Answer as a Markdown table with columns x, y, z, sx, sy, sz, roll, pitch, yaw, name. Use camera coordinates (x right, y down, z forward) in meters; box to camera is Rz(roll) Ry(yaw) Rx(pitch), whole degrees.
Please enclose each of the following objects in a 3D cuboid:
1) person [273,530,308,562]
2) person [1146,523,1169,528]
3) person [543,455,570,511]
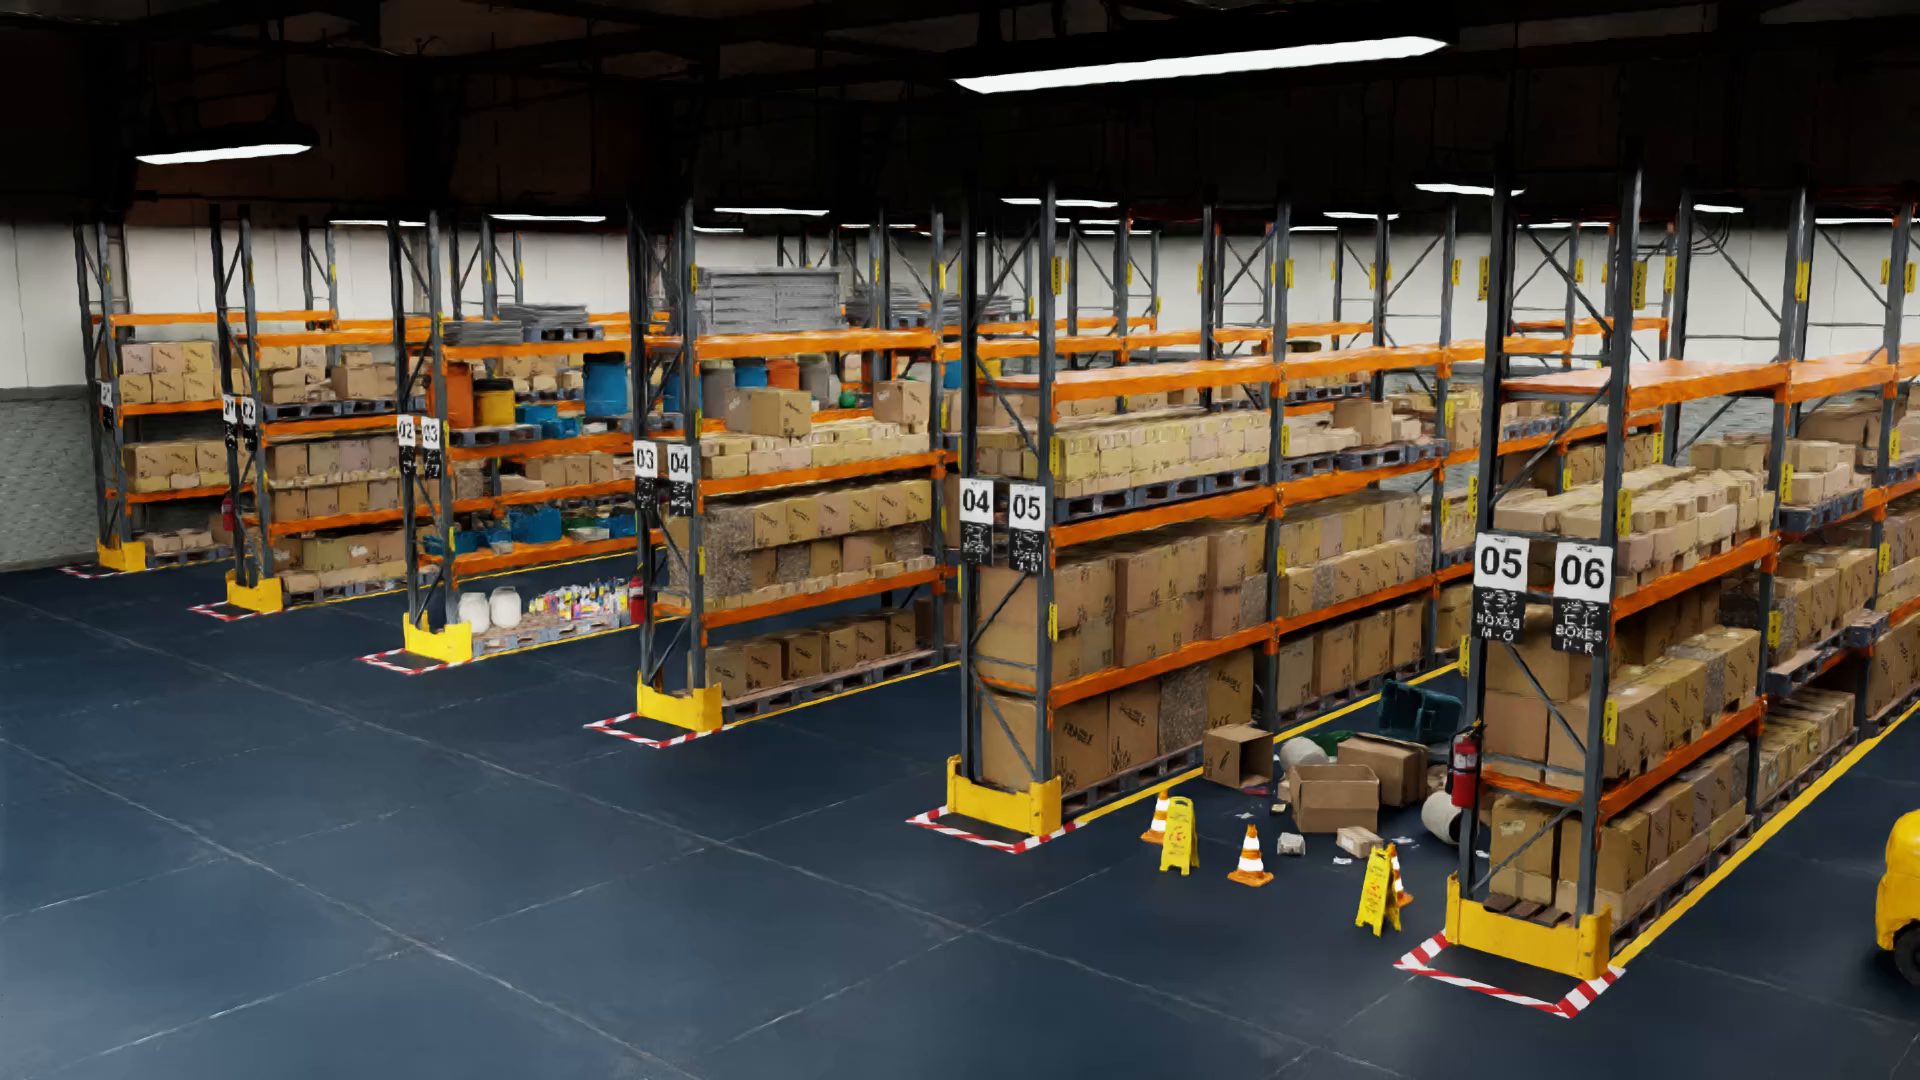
| x | y | z | sx | sy | sz | roll | pitch | yaw | name |
| --- | --- | --- | --- | --- | --- | --- | --- | --- | --- |
| -11.043 | -0.215 | 27.296 | 0.627 | 1.711 | 0.560 | -3 | 10 | -17 | person |
| 2.739 | 0.199 | 23.132 | 0.677 | 1.727 | 0.550 | 8 | 12 | 39 | person |
| -7.635 | -0.826 | 31.300 | 0.488 | 1.590 | 1.089 | 8 | 12 | 38 | person |
